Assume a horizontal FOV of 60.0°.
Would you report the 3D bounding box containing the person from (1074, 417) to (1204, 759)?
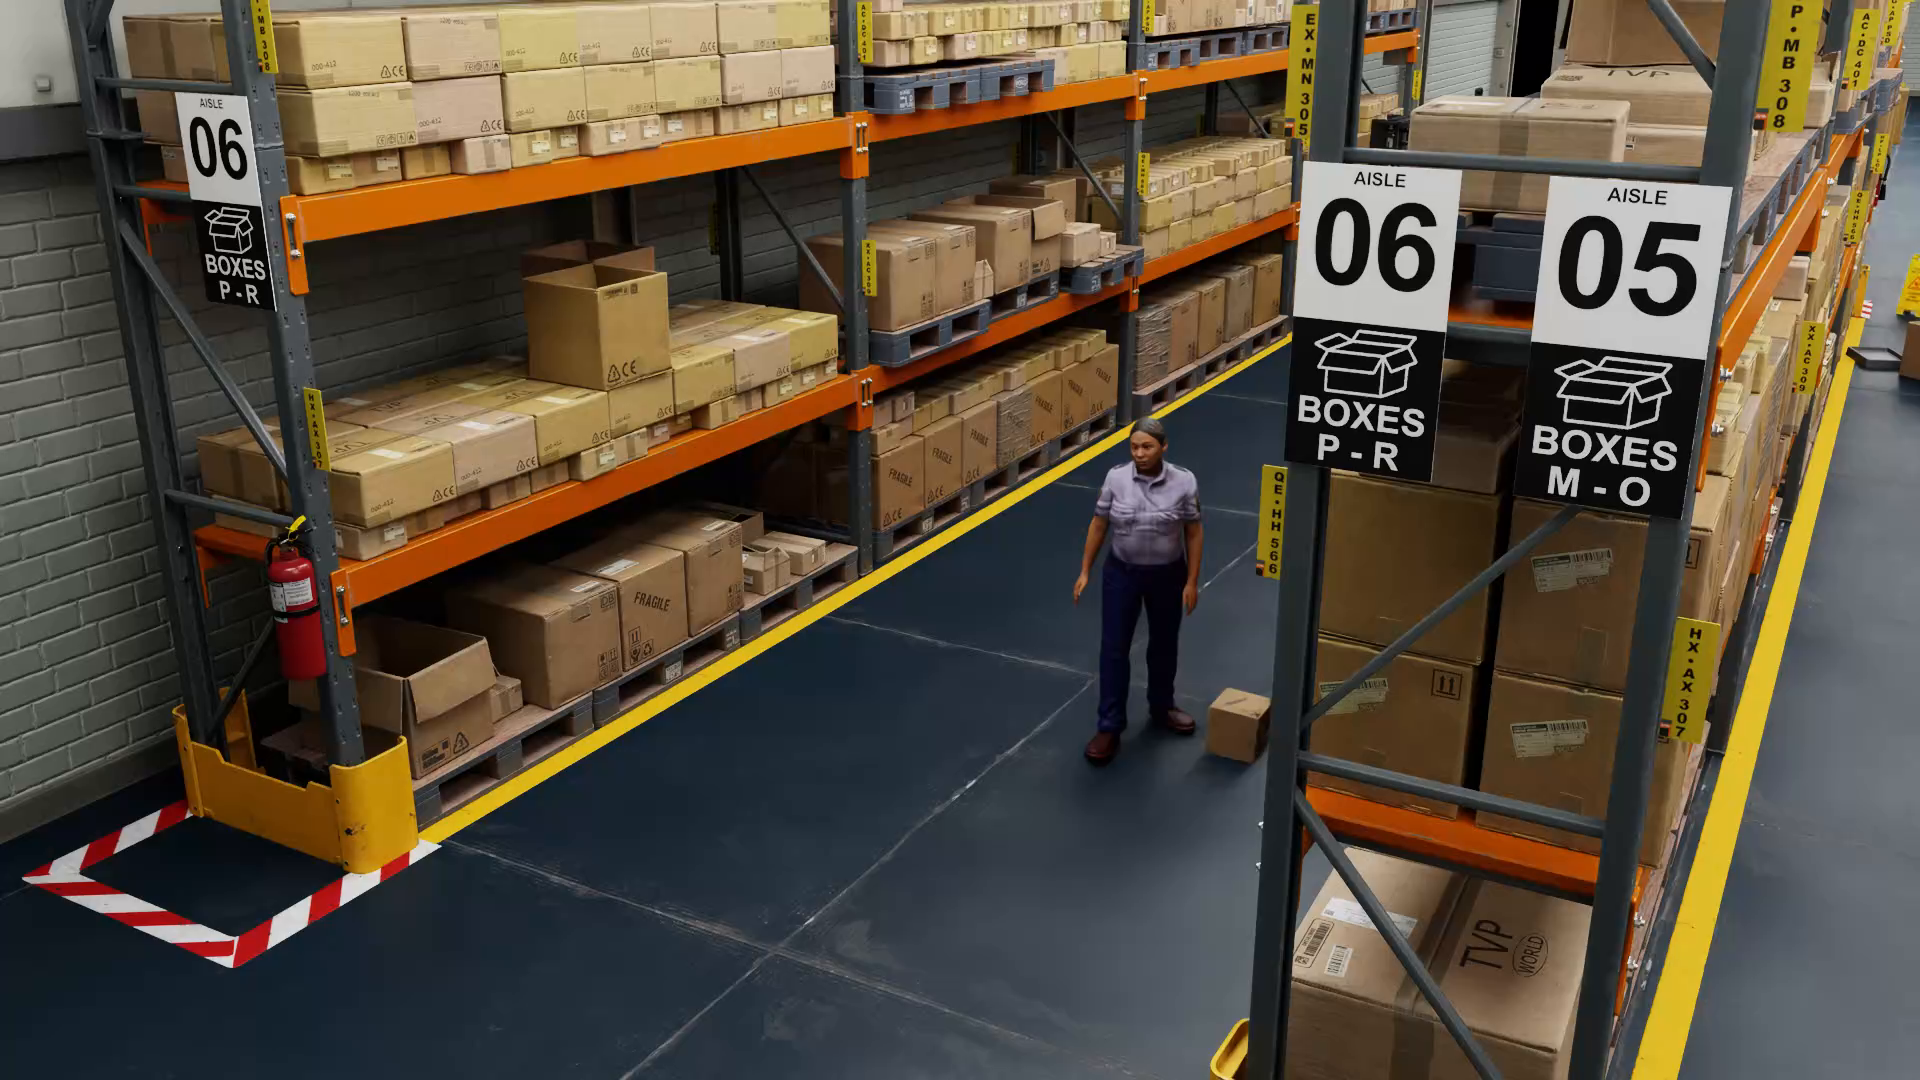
[{"bbox_3d":[0.860,0.208,7.970,0.626,1.634,0.615,2,20,6],"label":"person"}]
